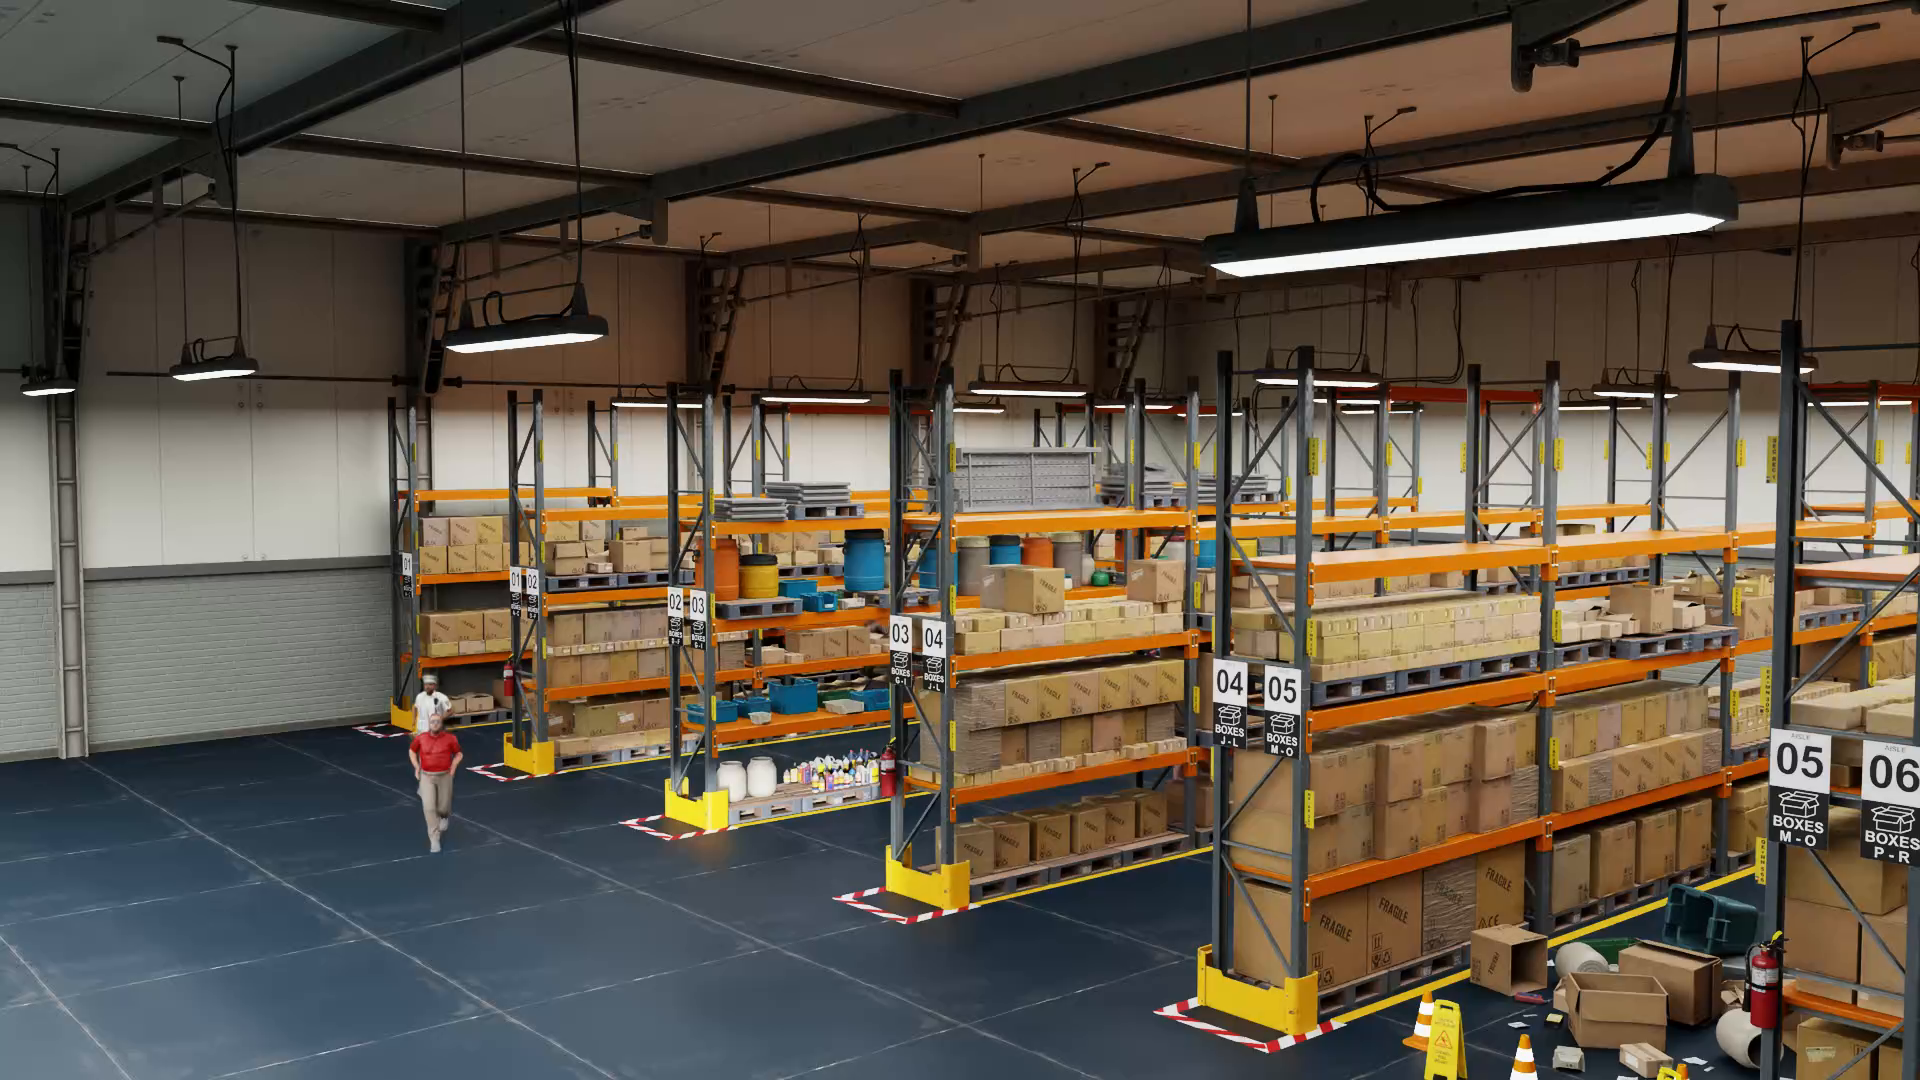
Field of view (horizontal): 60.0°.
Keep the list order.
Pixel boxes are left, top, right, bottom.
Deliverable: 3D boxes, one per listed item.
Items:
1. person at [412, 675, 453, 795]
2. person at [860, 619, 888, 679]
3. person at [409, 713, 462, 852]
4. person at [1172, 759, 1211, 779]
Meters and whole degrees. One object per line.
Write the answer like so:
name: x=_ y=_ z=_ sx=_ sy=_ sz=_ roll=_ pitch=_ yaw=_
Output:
person: x=-7.852 y=2.858 z=24.779 sx=0.599 sy=1.747 sz=0.826 roll=-1 pitch=3 yaw=-9
person: x=-1.760 y=2.310 z=34.010 sx=0.736 sy=1.756 sz=0.697 roll=3 pitch=4 yaw=42
person: x=-6.733 y=3.081 z=21.362 sx=0.663 sy=1.721 sz=0.843 roll=-1 pitch=3 yaw=-16
person: x=3.416 y=2.883 z=24.754 sx=0.914 sy=1.645 sz=0.586 roll=-3 pitch=5 yaw=-43
